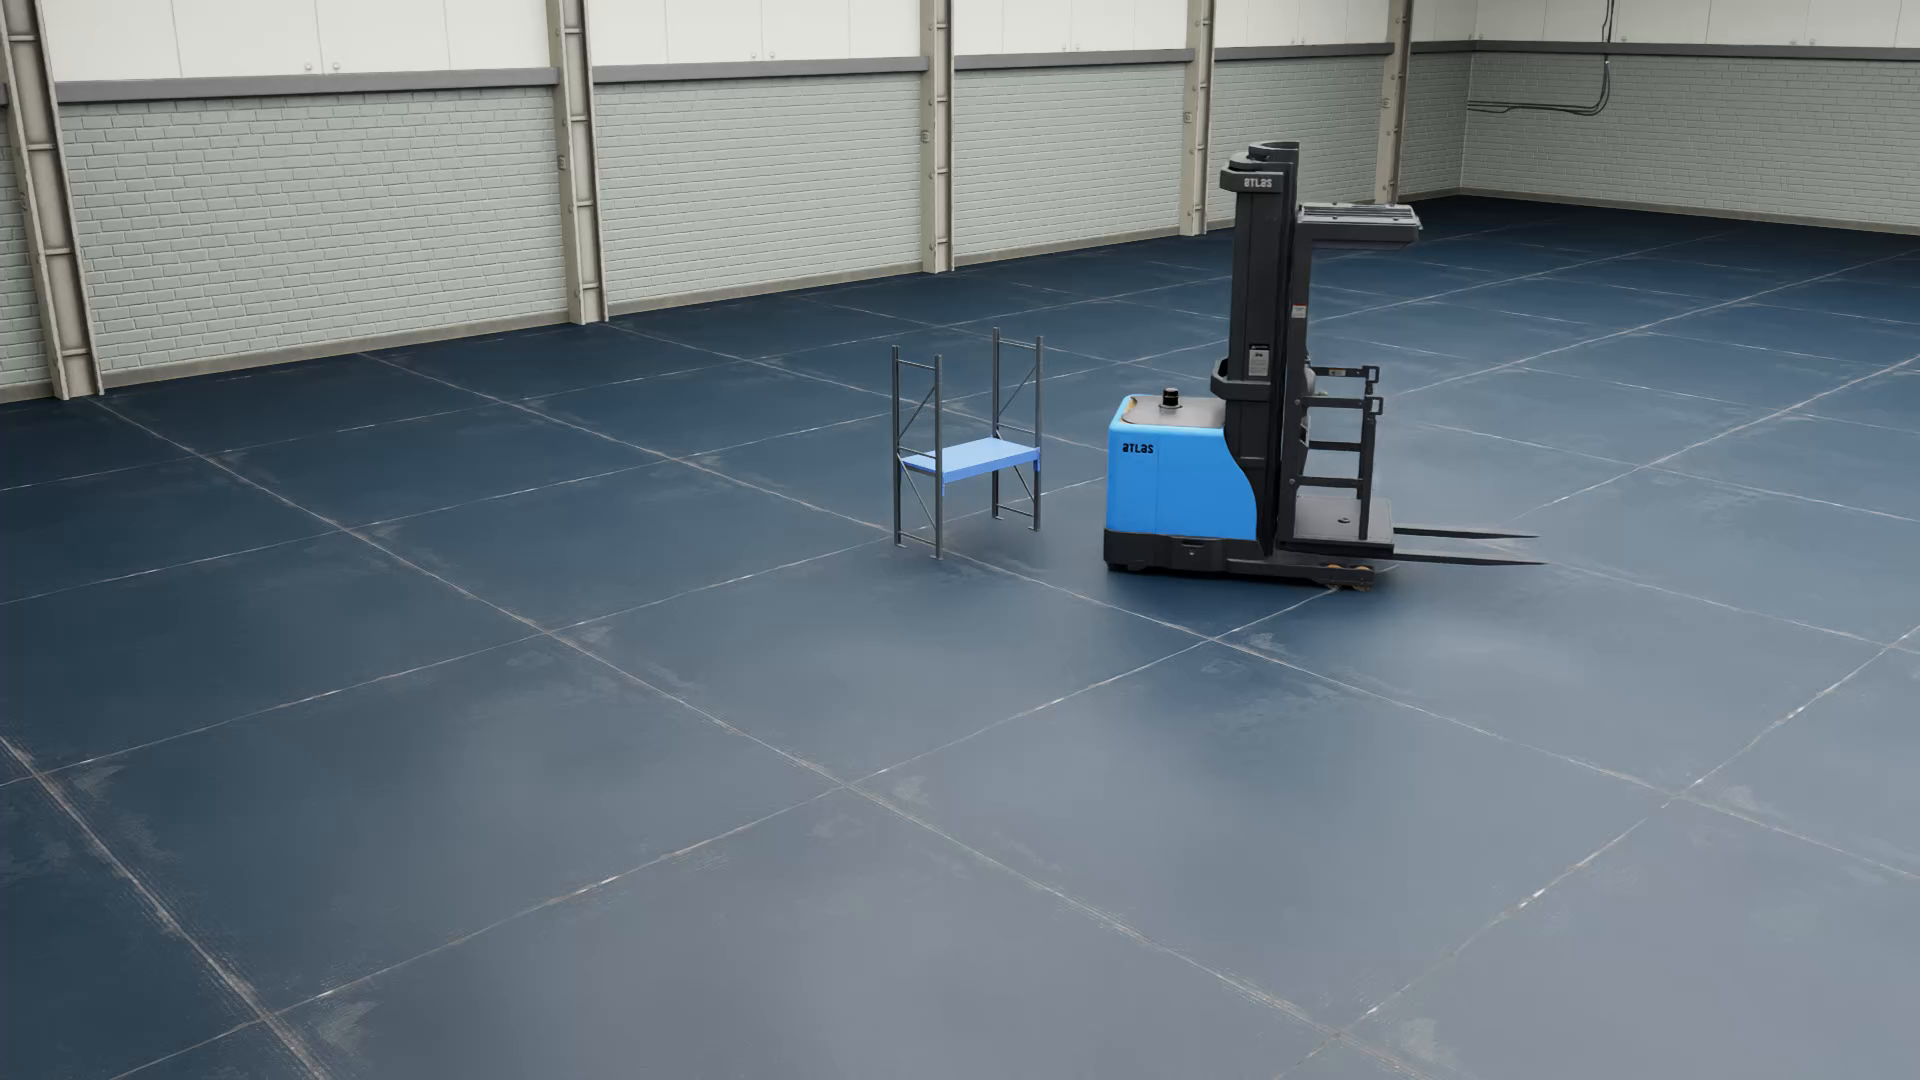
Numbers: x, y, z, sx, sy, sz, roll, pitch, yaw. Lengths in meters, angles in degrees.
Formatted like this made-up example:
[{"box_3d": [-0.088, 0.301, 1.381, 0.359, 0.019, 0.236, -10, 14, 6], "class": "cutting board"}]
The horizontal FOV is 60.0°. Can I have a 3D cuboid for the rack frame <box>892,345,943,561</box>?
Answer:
[{"box_3d": [-0.307, -0.624, 11.977, 0.032, 1.500, 0.500, -16, 24, -41], "class": "rack frame"}]

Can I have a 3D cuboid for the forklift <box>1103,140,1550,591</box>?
[{"box_3d": [2.589, -1.224, 11.507, 3.031, 2.935, 1.130, 4, 18, 11], "class": "forklift"}]

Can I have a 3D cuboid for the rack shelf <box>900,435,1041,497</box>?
[{"box_3d": [0.062, -0.560, 12.365, 1.000, 0.185, 0.538, -16, 24, -41], "class": "rack shelf"}]

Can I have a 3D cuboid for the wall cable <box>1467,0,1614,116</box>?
[{"box_3d": [11.438, -9.710, 32.877, 0.112, 2.526, 3.097, -16, 24, -41], "class": "wall cable"}]

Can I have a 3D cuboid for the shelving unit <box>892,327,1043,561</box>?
[{"box_3d": [0.062, -0.732, 12.309, 1.048, 1.500, 0.538, -16, 24, -41], "class": "shelving unit"}]

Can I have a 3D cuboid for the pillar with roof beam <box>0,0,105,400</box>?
[{"box_3d": [-6.092, -4.809, 12.725, 0.400, 9.000, 9.100, -16, 24, -41], "class": "pillar with roof beam"}]

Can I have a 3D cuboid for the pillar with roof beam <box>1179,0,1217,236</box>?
[{"box_3d": [6.987, -8.623, 24.489, 0.400, 9.000, 9.100, -16, 24, -41], "class": "pillar with roof beam"}]

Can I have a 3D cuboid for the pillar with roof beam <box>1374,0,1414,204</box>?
[{"box_3d": [11.347, -9.894, 28.411, 0.400, 9.000, 9.100, -16, 24, -41], "class": "pillar with roof beam"}]

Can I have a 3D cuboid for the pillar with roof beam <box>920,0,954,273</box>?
[{"box_3d": [2.627, -7.351, 20.568, 0.400, 9.000, 9.100, -16, 24, -41], "class": "pillar with roof beam"}]

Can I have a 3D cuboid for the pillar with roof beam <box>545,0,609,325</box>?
[{"box_3d": [-1.732, -6.080, 16.647, 0.400, 9.000, 9.100, -16, 24, -41], "class": "pillar with roof beam"}]

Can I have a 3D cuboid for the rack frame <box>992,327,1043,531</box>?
[{"box_3d": [0.431, -0.839, 12.641, 0.032, 1.500, 0.500, -16, 24, -41], "class": "rack frame"}]
